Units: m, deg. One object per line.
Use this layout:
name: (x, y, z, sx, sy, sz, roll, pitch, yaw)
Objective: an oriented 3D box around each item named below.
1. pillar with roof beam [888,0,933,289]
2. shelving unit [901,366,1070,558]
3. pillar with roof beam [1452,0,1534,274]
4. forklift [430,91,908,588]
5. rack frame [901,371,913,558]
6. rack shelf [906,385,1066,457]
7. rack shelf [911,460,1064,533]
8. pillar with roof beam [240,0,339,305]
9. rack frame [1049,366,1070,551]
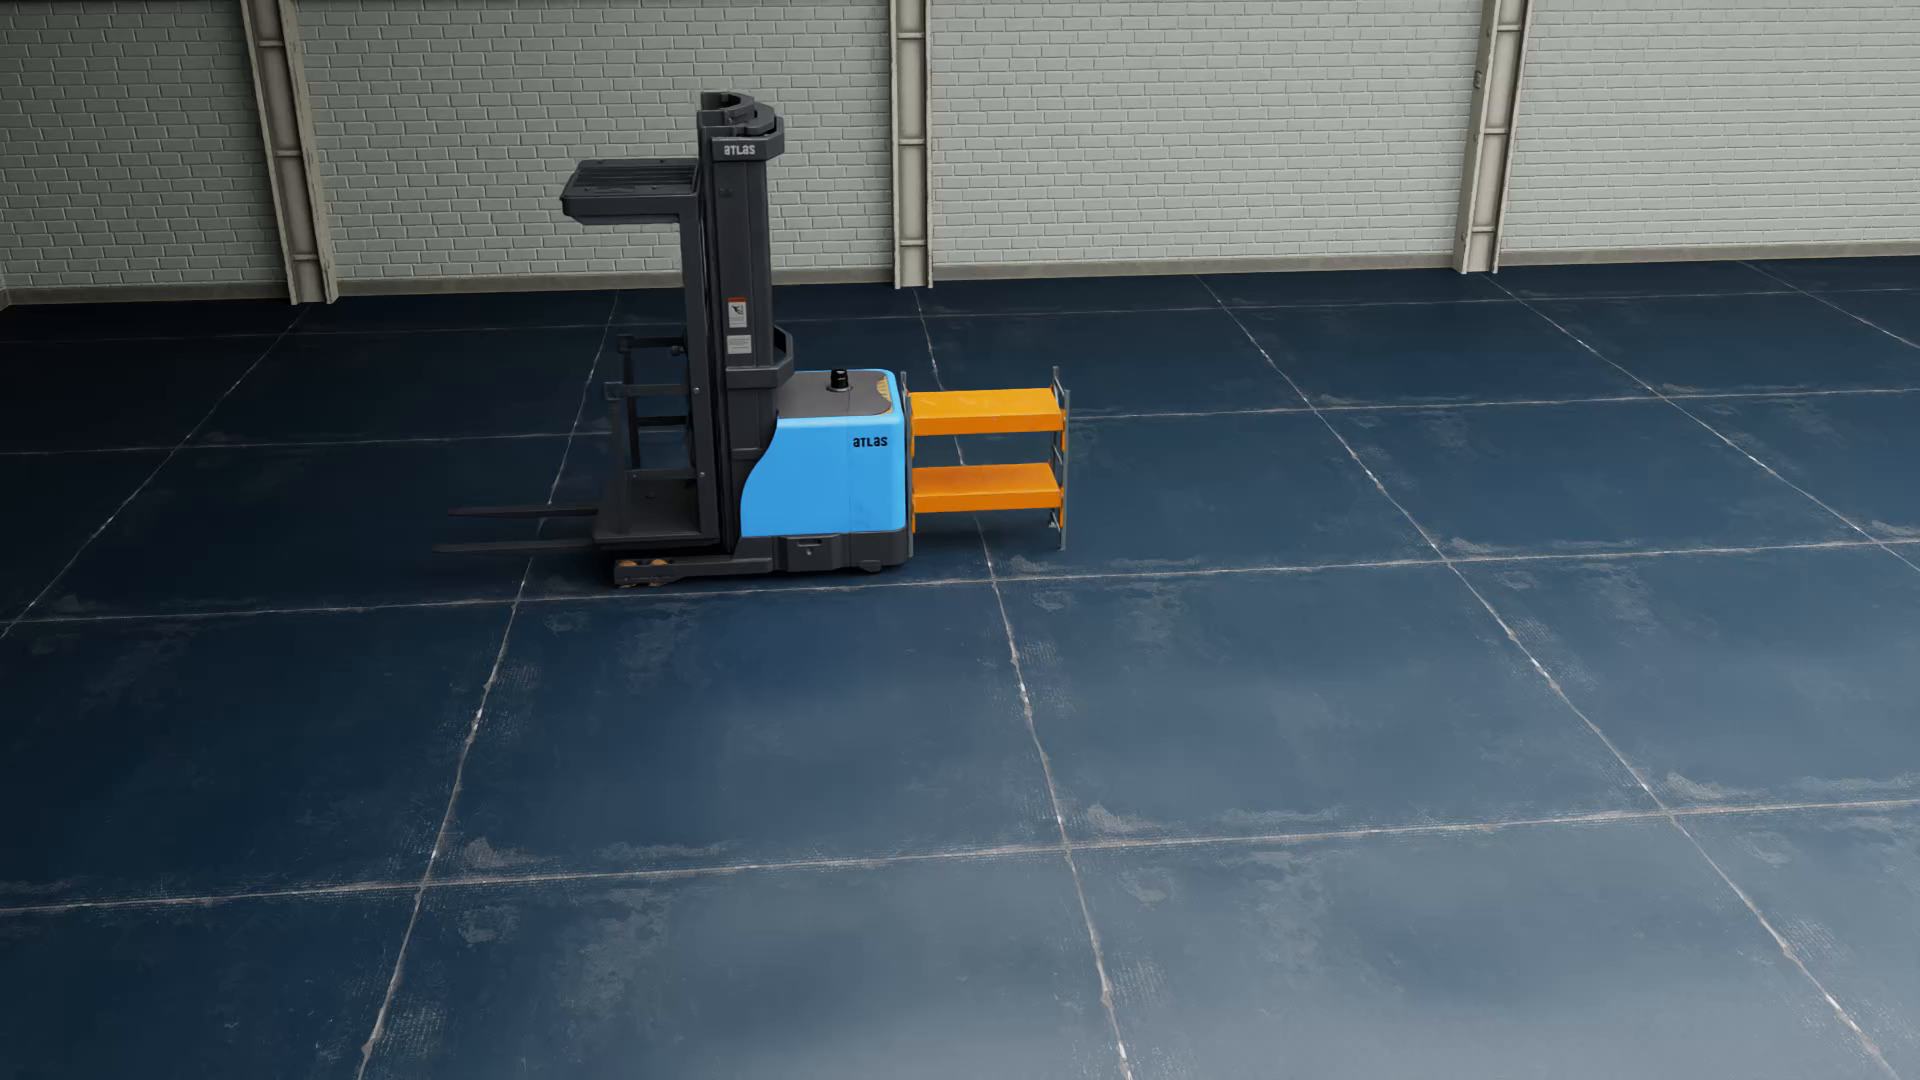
pillar with roof beam: (-0.065, -5.016, 11.455, 0.400, 9.000, 9.100, -2, 24, -5)
shelving unit: (0.156, -0.521, 11.037, 1.048, 1.125, 0.538, -2, 24, -5)
pillar with roof beam: (5.906, -5.255, 11.994, 0.400, 9.000, 9.100, -2, 24, -5)
forklift: (-1.888, -1.263, 10.483, 3.031, 2.935, 1.130, -2, 24, -5)
rack frame: (-0.350, -0.499, 10.988, 0.032, 1.125, 0.500, -2, 24, -5)
rack shelf: (0.156, -0.788, 10.918, 1.000, 0.278, 0.538, -2, 24, -5)
rack shelf: (0.156, -0.297, 11.136, 1.000, 0.278, 0.538, -2, 24, -5)
pillar with roof beam: (-6.036, -4.776, 10.916, 0.400, 9.000, 9.100, -2, 24, -5)
rack frame: (0.661, -0.542, 11.085, 0.032, 1.125, 0.500, -2, 24, -5)
